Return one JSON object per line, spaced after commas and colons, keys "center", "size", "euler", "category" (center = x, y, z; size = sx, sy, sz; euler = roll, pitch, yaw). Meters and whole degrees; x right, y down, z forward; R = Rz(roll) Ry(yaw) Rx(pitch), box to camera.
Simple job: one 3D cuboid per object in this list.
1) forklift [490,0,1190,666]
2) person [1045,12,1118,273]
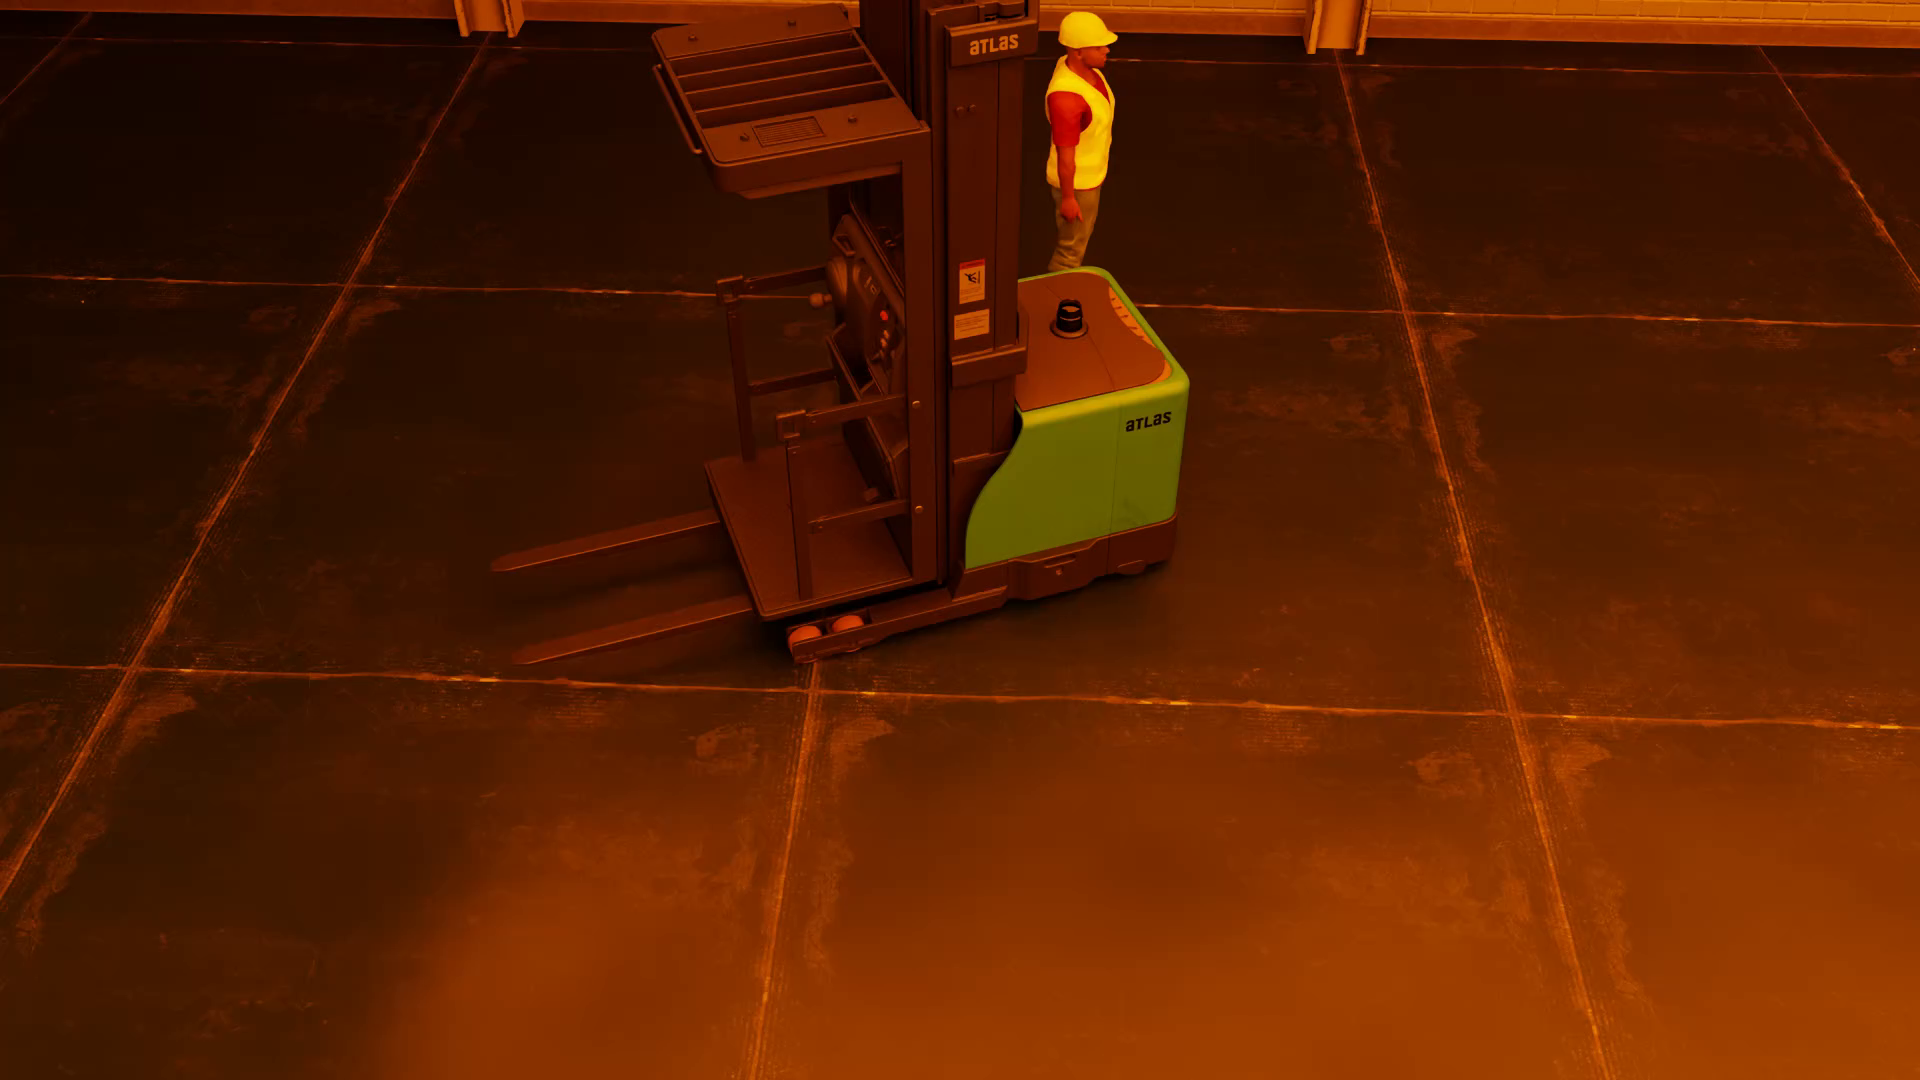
{"center": [-0.573, -0.945, 6.778], "size": [3.031, 2.935, 1.130], "euler": [-13, 44, -14], "category": "forklift"}
{"center": [0.627, -1.915, 8.704], "size": [0.361, 1.771, 0.585], "euler": [6, 43, 7], "category": "person"}
